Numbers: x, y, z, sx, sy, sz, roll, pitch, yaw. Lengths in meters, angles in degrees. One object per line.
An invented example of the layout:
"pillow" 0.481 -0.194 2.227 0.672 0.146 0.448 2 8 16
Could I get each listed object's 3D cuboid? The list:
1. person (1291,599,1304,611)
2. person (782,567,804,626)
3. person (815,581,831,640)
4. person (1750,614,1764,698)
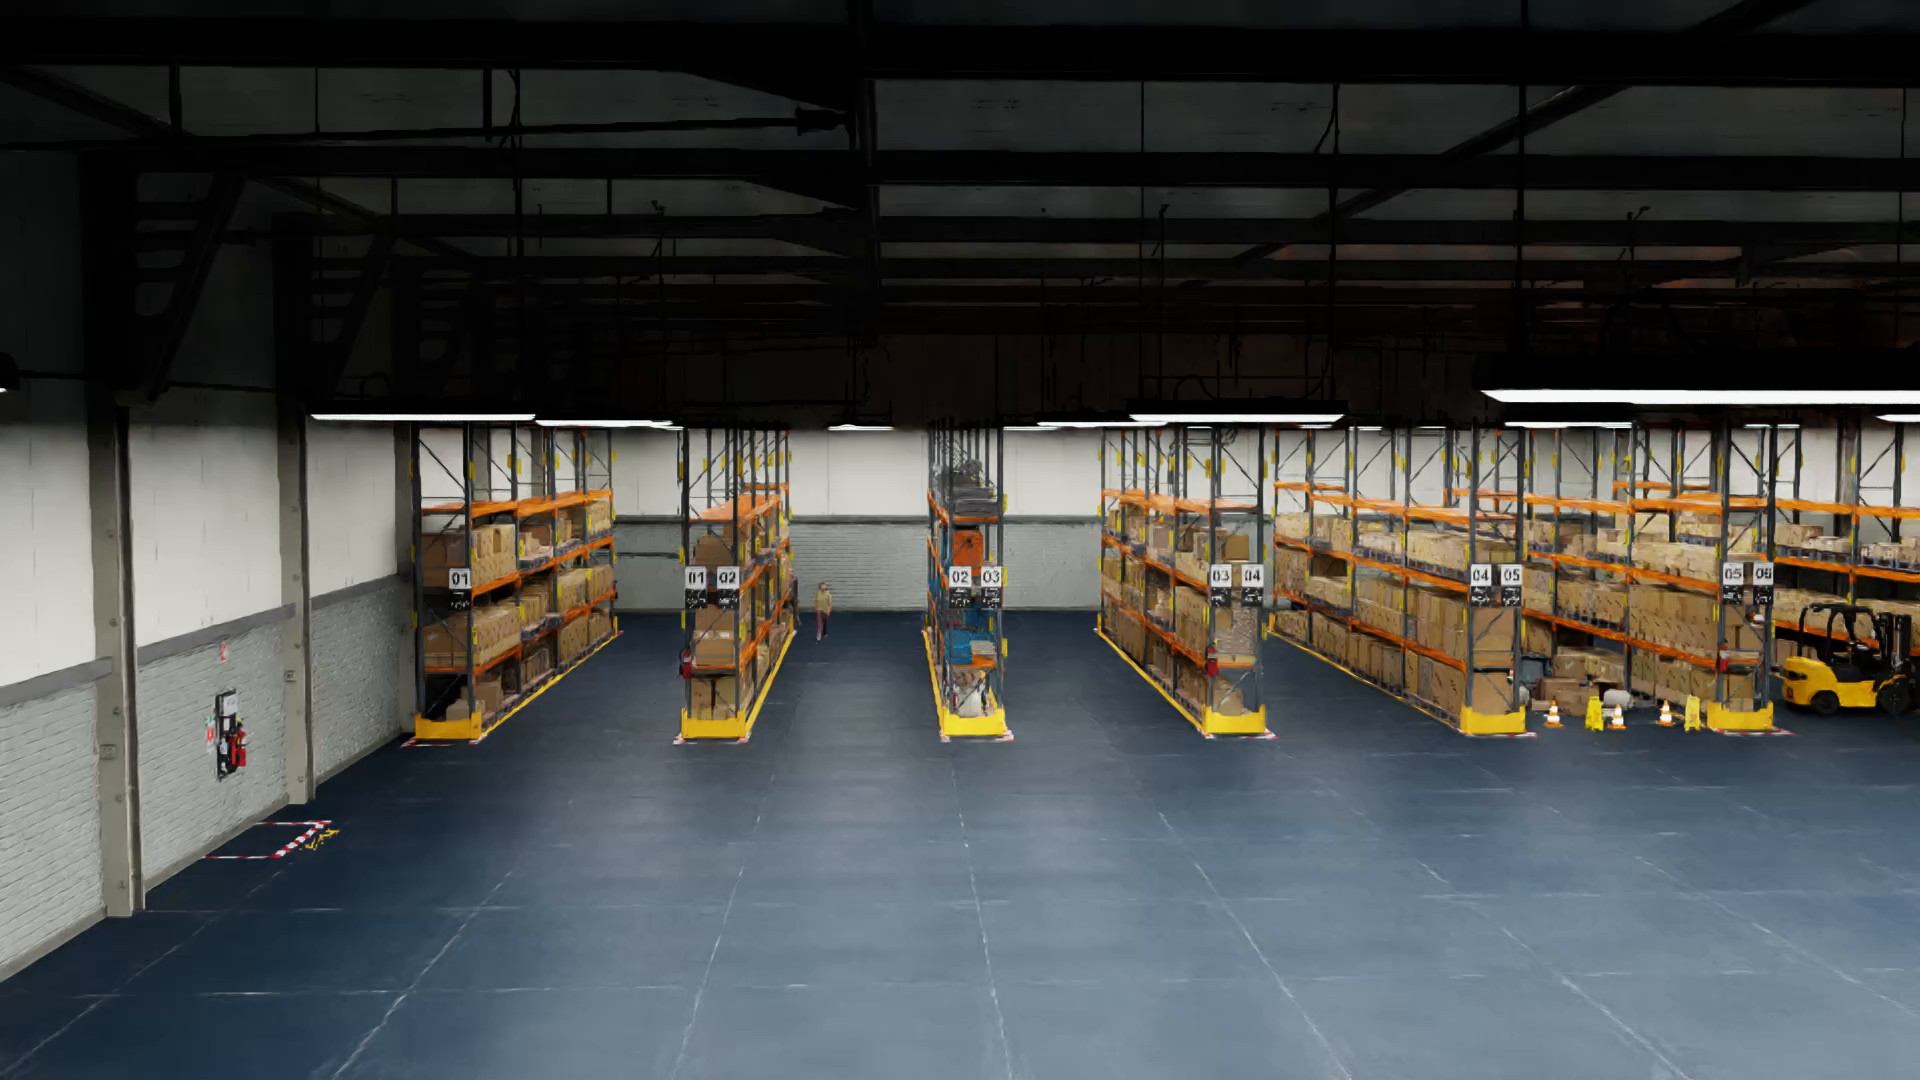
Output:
"person" 10.008 1.732 48.879 0.558 1.623 0.600 -2 4 -28
"person" -5.021 1.657 49.082 0.634 1.728 1.032 -2 4 -25
"person" -3.768 2.044 45.818 0.445 1.349 1.110 0 4 -5
"person" 17.099 2.485 35.779 0.538 1.783 0.668 1 4 22
